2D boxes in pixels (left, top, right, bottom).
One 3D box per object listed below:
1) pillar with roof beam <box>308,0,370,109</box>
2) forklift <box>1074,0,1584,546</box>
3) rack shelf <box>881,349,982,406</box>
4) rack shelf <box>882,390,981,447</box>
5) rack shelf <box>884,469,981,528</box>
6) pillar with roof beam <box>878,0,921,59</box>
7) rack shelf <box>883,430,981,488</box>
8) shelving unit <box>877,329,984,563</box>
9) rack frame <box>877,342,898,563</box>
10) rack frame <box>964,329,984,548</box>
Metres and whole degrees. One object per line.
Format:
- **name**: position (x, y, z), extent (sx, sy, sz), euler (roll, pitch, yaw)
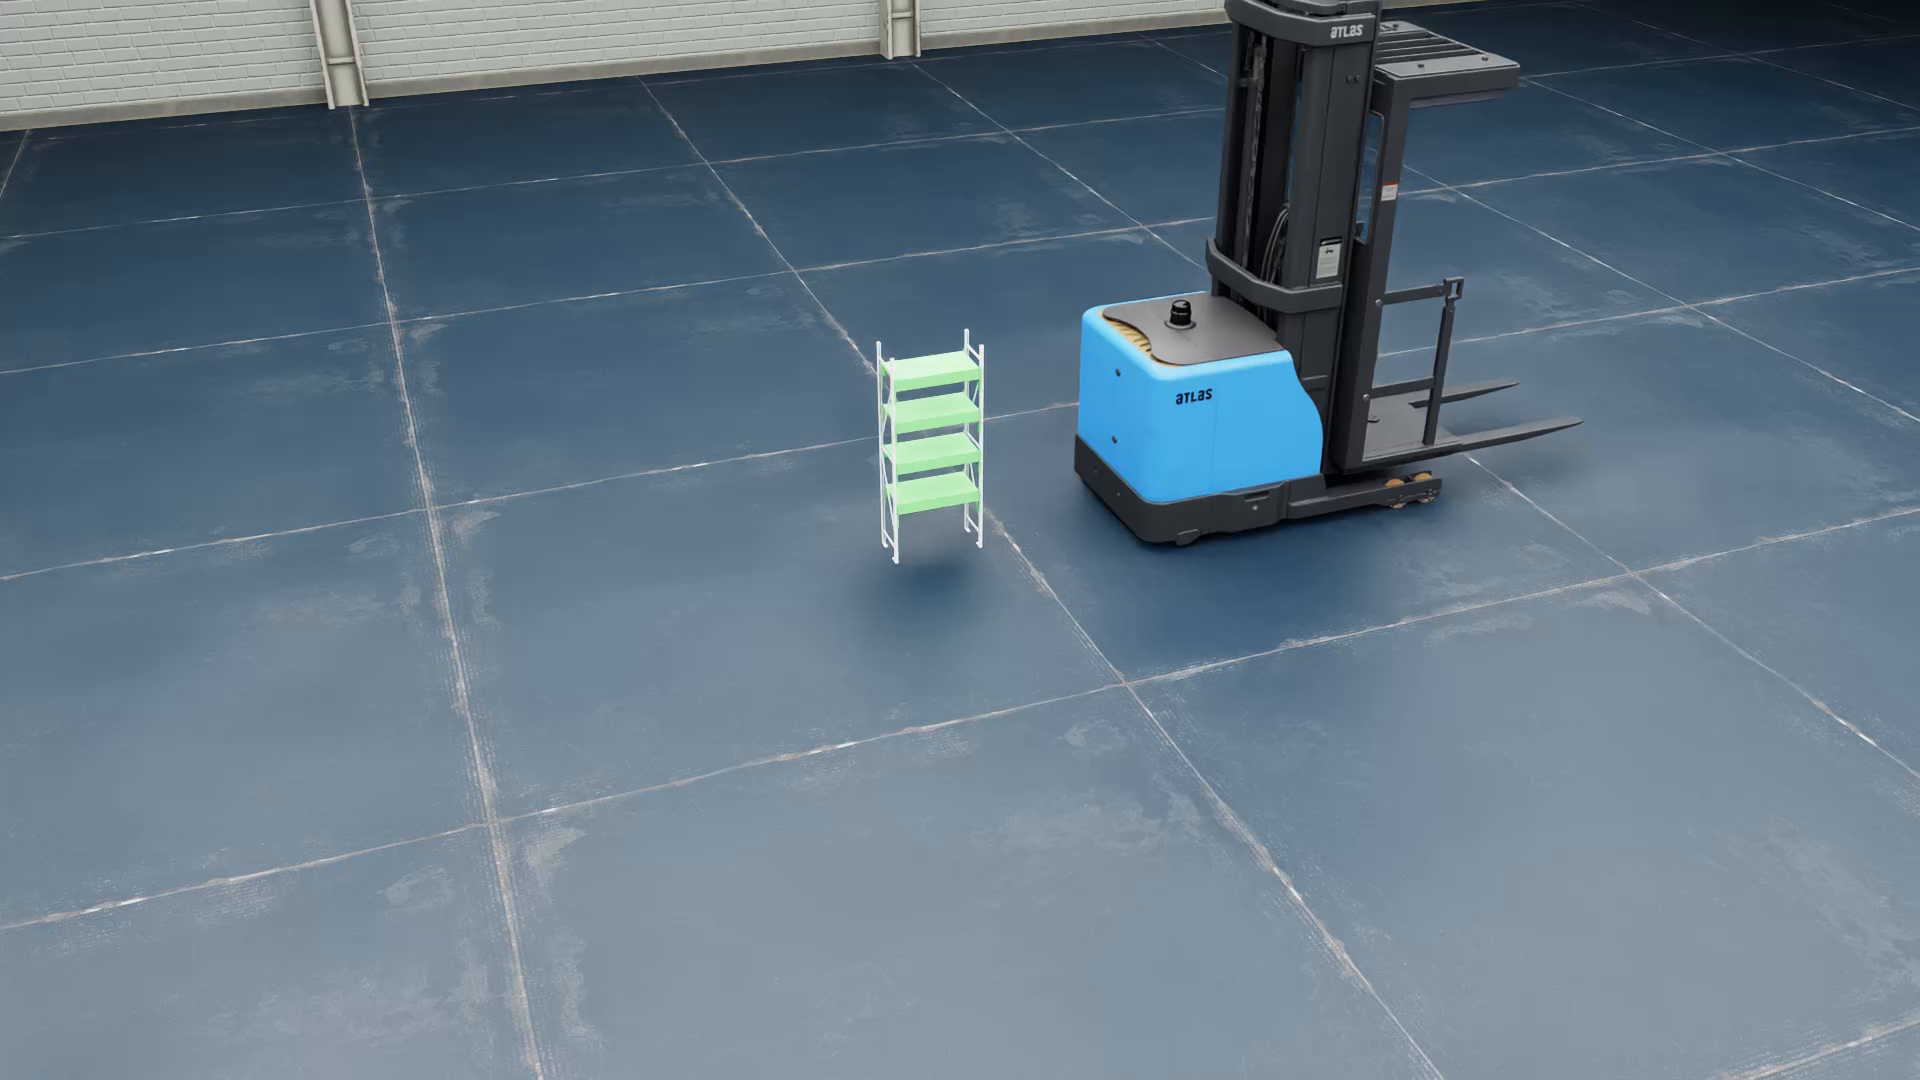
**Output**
- **pillar with roof beam**: position (-4.805, -6.413, 11.416), extent (0.400, 9.000, 9.100), euler (-10, 31, -18)
- **forklift**: position (2.246, -1.689, 9.253), extent (3.031, 2.935, 1.130), euler (-11, 31, -18)
- **rack shelf**: position (-0.155, -0.854, 8.697), extent (0.480, 0.148, 0.258), euler (-10, 31, -18)
- **rack shelf**: position (-0.155, -0.646, 8.816), extent (0.480, 0.148, 0.258), euler (-10, 31, -18)
- **rack shelf**: position (-0.155, -0.229, 9.053), extent (0.480, 0.148, 0.258), euler (-10, 31, -18)
- **pillar with roof beam**: position (0.819, -7.449, 13.234), extent (0.400, 9.000, 9.100), euler (-10, 31, -18)
- **rack shelf**: position (-0.155, -0.437, 8.934), extent (0.480, 0.148, 0.258), euler (-10, 31, -18)
- **shelving unit**: position (-0.155, -0.493, 8.903), extent (0.503, 1.200, 0.258), euler (-10, 31, -18)
- **rack frame**: position (-0.384, -0.451, 8.829), extent (0.015, 1.200, 0.240), euler (-10, 31, -18)
- **rack frame**: position (0.074, -0.535, 8.977), extent (0.015, 1.200, 0.240), euler (-10, 31, -18)
